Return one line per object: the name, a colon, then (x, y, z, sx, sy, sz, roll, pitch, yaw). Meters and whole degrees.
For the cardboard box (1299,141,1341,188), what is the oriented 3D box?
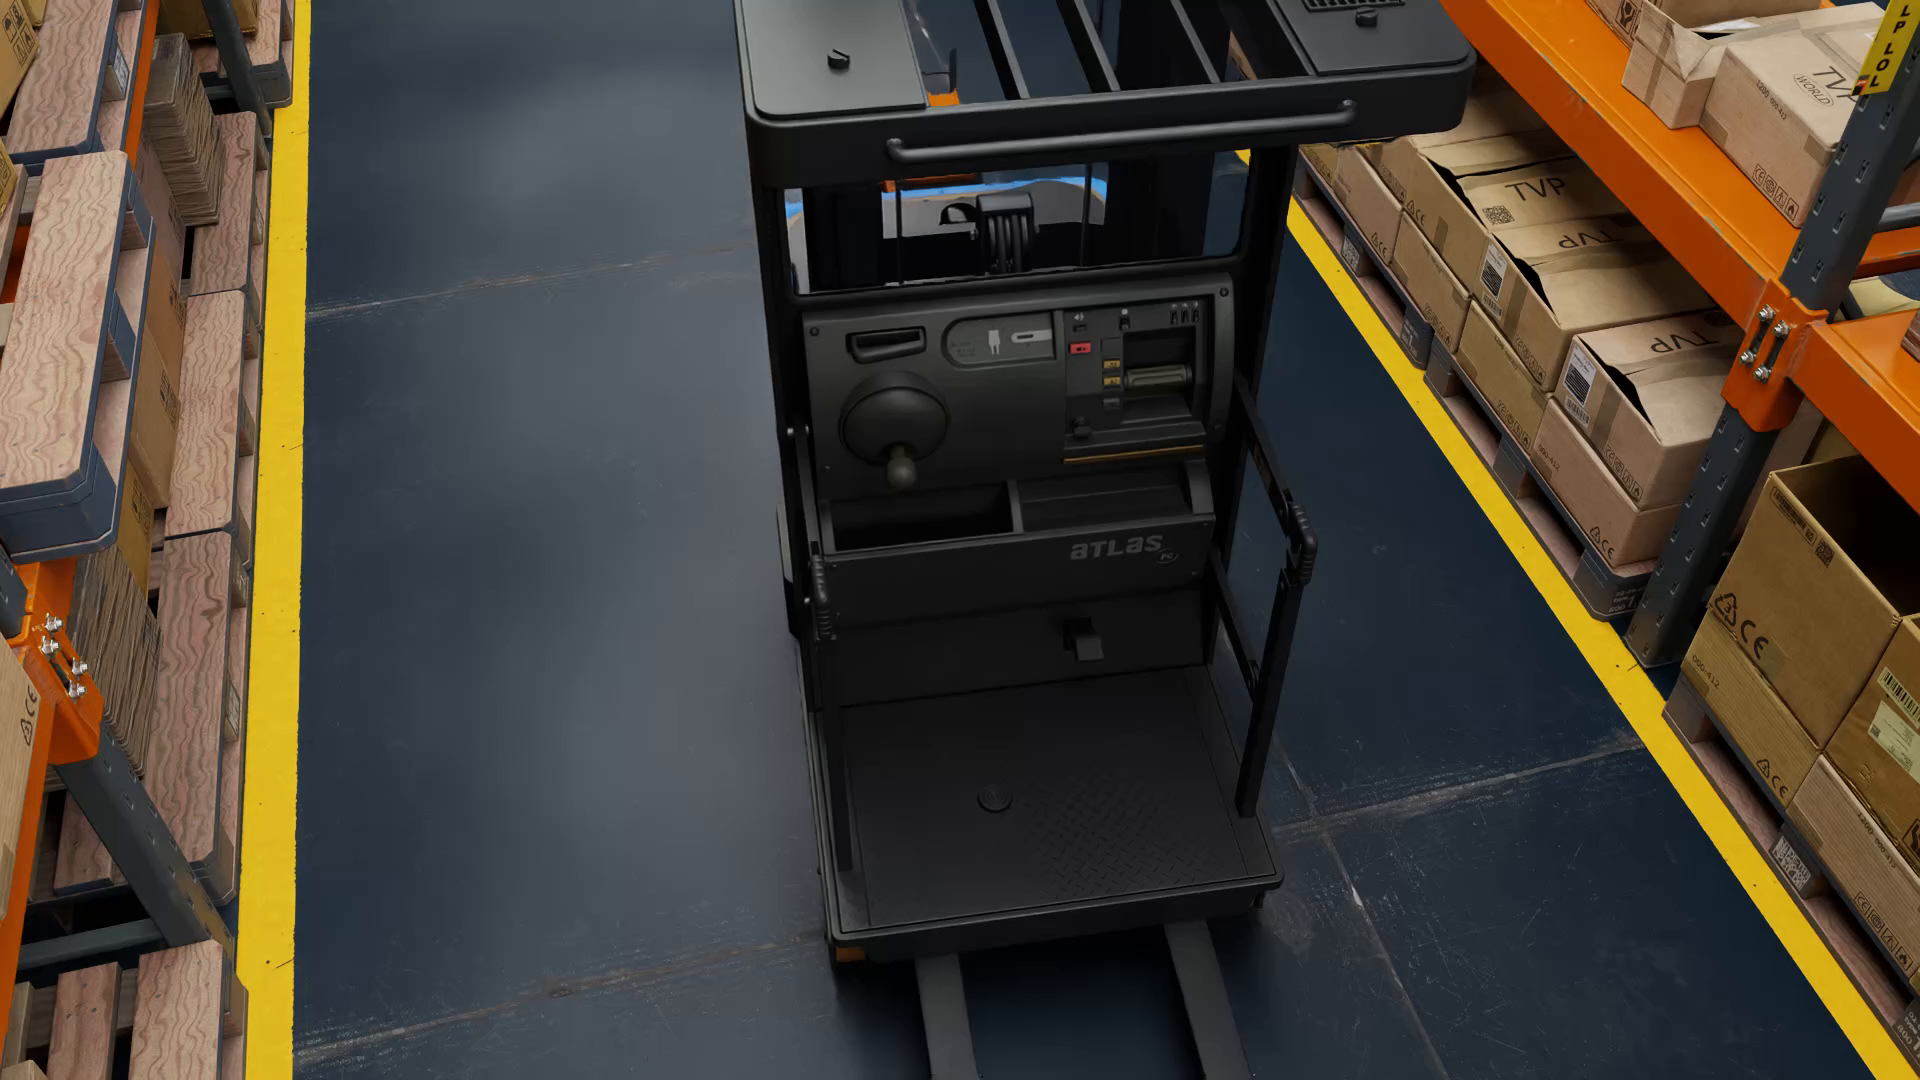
cardboard box: (1.566, -1.626, 6.374, 0.500, 0.250, 0.500, -12, 47, -11)

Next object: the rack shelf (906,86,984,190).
rack shelf: (-0.095, -1.166, 5.002, 0.258, 0.148, 0.480, -6, 46, -6)

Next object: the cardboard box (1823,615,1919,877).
cardboard box: (2.423, 0.474, 3.791, 0.500, 0.500, 0.500, -11, 47, -10)

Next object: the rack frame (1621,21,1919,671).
rack frame: (2.471, -0.800, 3.933, 1.000, 3.000, 0.127, -11, 47, -10)

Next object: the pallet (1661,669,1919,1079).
pallet: (2.634, 0.733, 4.384, 1.003, 0.211, 1.213, -11, 47, -10)

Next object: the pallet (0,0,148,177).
pallet: (-2.794, -1.227, 4.486, 1.003, 0.211, 1.213, -11, 47, -10)

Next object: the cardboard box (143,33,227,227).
cardboard box: (-3.106, -1.445, 6.008, 0.700, 0.500, 0.500, -10, 46, -10)

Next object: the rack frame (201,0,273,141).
rack frame: (-3.340, -2.653, 5.750, 1.000, 3.000, 0.127, -11, 47, -10)

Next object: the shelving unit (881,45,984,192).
shelving unit: (-0.095, -0.891, 5.283, 0.258, 1.200, 0.503, -6, 46, -6)

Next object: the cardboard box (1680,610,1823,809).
cardboard box: (2.297, 0.391, 4.397, 0.500, 0.250, 0.500, -11, 47, -10)

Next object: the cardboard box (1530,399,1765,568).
cardboard box: (2.085, -0.218, 4.994, 0.500, 0.250, 0.500, -11, 47, -11)

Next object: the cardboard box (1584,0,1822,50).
cardboard box: (2.156, -1.732, 4.777, 0.500, 0.500, 0.500, -8, 46, -7)

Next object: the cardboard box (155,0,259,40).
cardboard box: (-3.402, -2.579, 6.889, 0.750, 0.750, 0.750, -11, 47, -11)

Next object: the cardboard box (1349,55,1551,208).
cardboard box: (1.701, -1.458, 5.818, 0.500, 0.311, 0.500, -11, 47, -11)

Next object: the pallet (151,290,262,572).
pallet: (-2.833, -0.297, 5.393, 1.003, 0.211, 1.213, -11, 47, -10)

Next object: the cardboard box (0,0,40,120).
cardboard box: (-2.749, -1.274, 4.020, 0.700, 0.500, 0.500, -5, 46, -5)

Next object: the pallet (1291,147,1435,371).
pallet: (1.929, -1.169, 6.248, 1.003, 0.211, 1.213, -11, 47, -10)

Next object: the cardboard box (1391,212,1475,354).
cardboard box: (1.826, -0.920, 5.683, 0.500, 0.250, 0.500, -10, 46, -9)

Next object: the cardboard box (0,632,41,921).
cardboard box: (-1.902, 0.426, 2.824, 0.500, 0.250, 0.500, -11, 47, -10)

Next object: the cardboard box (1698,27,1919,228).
cardboard box: (2.303, -1.079, 4.312, 0.500, 0.250, 0.500, -8, 46, -8)

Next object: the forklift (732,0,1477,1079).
forklift: (0.170, -0.244, 3.437, 1.130, 2.935, 3.031, -6, 46, -6)

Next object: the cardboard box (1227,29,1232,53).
cardboard box: (1.298, -2.331, 7.065, 0.500, 0.250, 0.500, -11, 47, -10)

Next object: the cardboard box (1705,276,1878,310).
cardboard box: (2.483, -0.858, 5.229, 0.500, 0.311, 0.500, -11, 47, -11)

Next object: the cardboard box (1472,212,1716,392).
cardboard box: (1.951, -0.766, 5.139, 0.500, 0.311, 0.500, -10, 46, -9)

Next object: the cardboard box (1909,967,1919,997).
cardboard box: (2.543, 1.084, 3.719, 0.500, 0.250, 0.500, -11, 47, -10)

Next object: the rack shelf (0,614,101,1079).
rack shelf: (-1.804, 1.741, 1.947, 1.077, 0.370, 4.000, -11, 47, -10)

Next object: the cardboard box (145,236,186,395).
cardboard box: (-2.932, -0.730, 5.307, 0.700, 0.500, 0.500, -11, 47, -11)

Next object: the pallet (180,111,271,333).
pallet: (-3.142, -1.137, 6.217, 1.003, 0.211, 1.213, -11, 47, -10)

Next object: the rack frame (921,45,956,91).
rack frame: (-0.133, -1.063, 5.452, 0.240, 1.200, 0.015, -6, 46, -6)

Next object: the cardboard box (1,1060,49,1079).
cardboard box: (-2.150, 1.310, 3.542, 0.380, 0.166, 0.250, -16, 48, -15)

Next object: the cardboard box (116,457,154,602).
cardboard box: (-2.702, -0.023, 4.615, 0.700, 0.500, 0.500, -12, 47, -11)

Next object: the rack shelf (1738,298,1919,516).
rack shelf: (2.983, 0.833, 2.837, 1.077, 0.370, 4.000, -11, 47, -10)
